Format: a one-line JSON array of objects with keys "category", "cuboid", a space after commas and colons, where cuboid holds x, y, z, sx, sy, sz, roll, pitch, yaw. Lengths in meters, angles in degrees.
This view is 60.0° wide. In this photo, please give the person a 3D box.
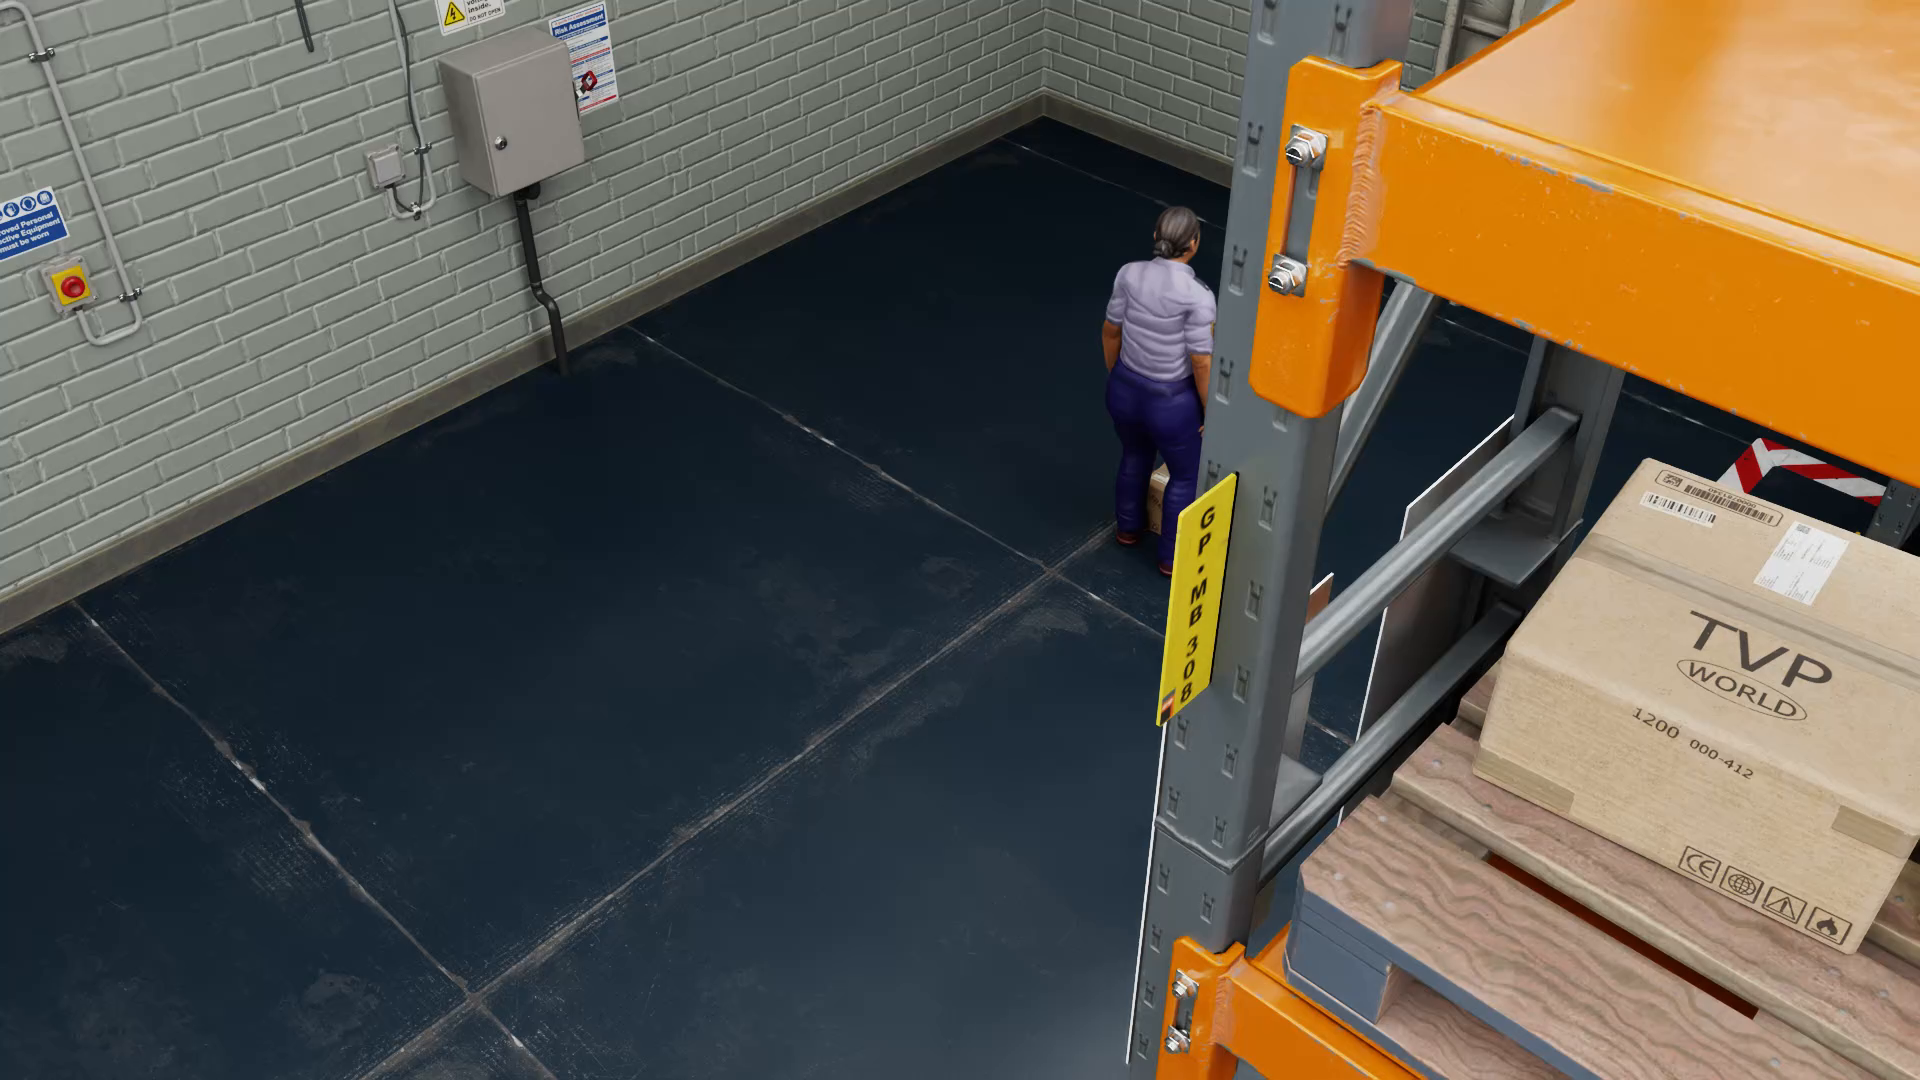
[{"category": "person", "cuboid": [0.851, -0.611, 6.901, 0.557, 1.651, 0.425, 27, 47, 29]}]
